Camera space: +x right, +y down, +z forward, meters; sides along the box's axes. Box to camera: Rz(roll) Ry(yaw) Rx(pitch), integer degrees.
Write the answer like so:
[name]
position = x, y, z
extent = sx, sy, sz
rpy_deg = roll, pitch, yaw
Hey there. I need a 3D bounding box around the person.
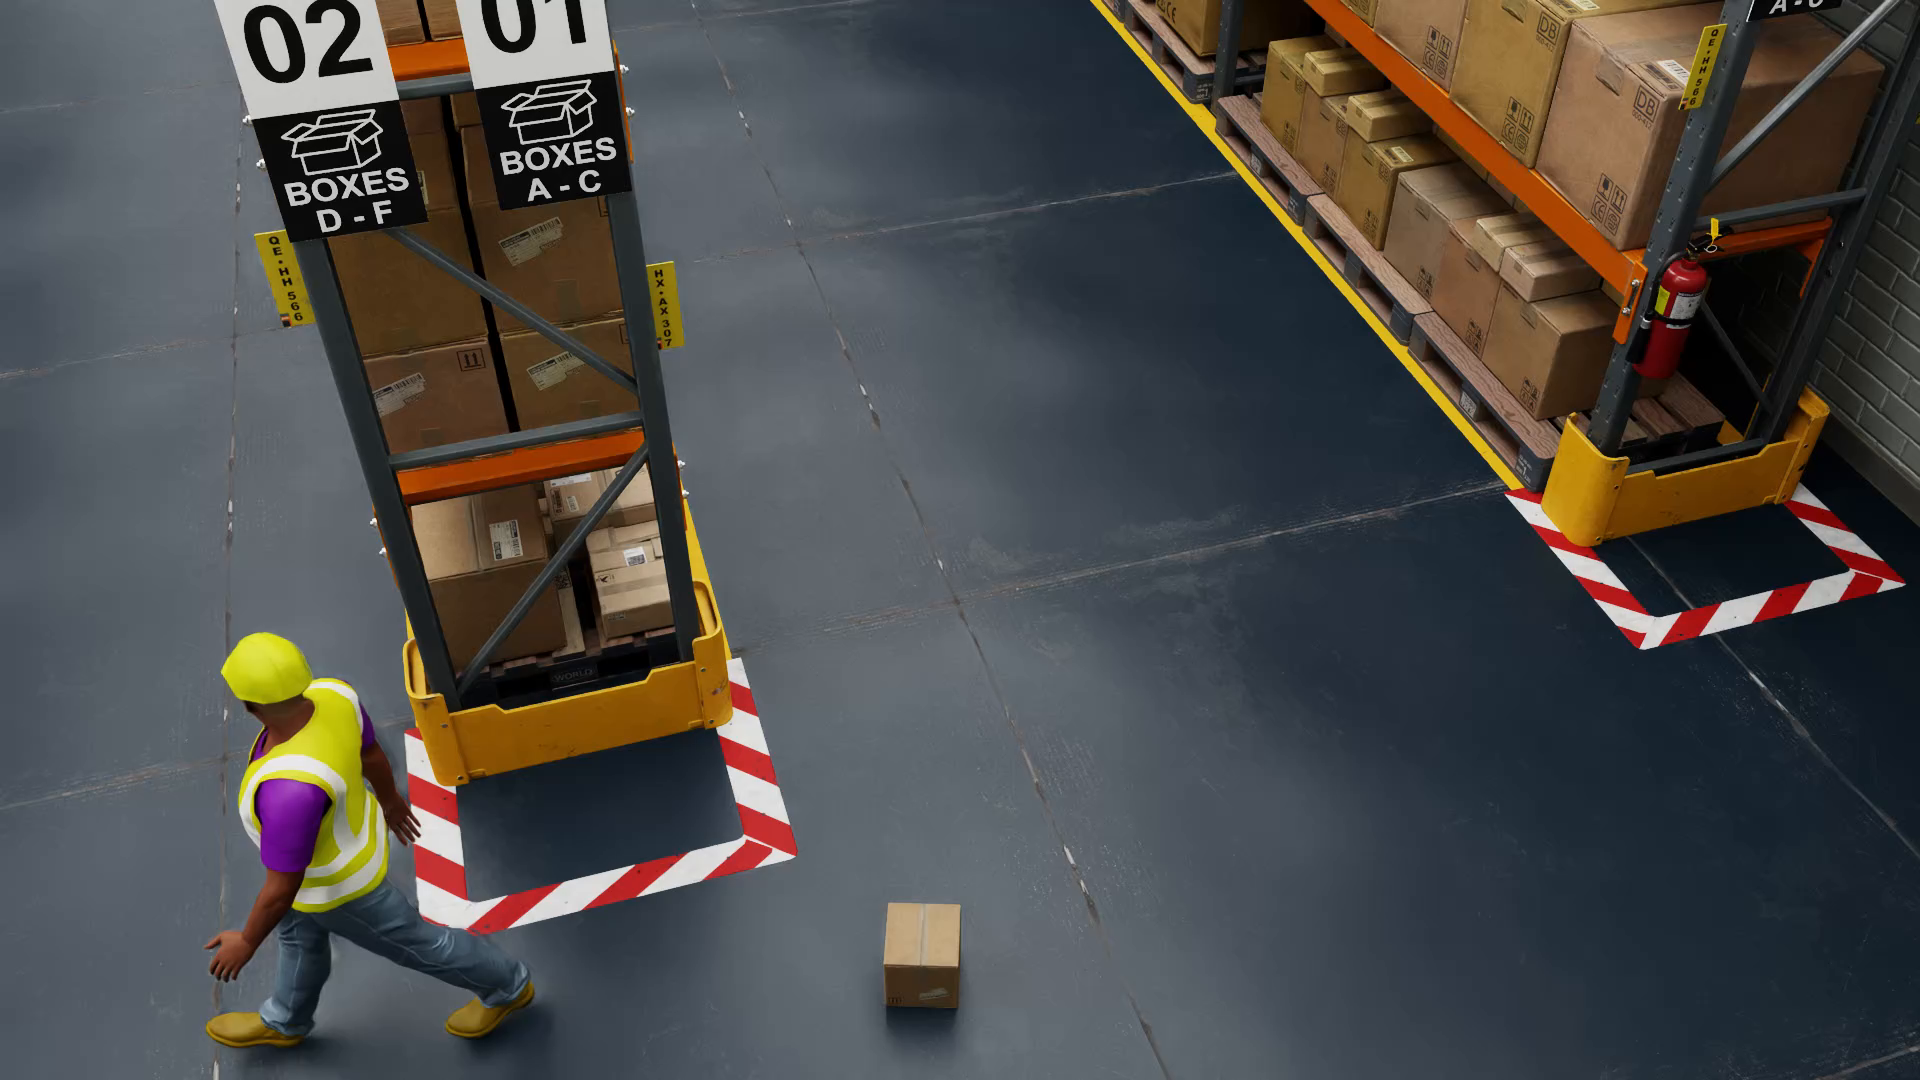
[person]
position = -1.961, 0.996, 5.041
extent = 1.053, 1.719, 0.632
rpy_deg = -11, 43, -11
